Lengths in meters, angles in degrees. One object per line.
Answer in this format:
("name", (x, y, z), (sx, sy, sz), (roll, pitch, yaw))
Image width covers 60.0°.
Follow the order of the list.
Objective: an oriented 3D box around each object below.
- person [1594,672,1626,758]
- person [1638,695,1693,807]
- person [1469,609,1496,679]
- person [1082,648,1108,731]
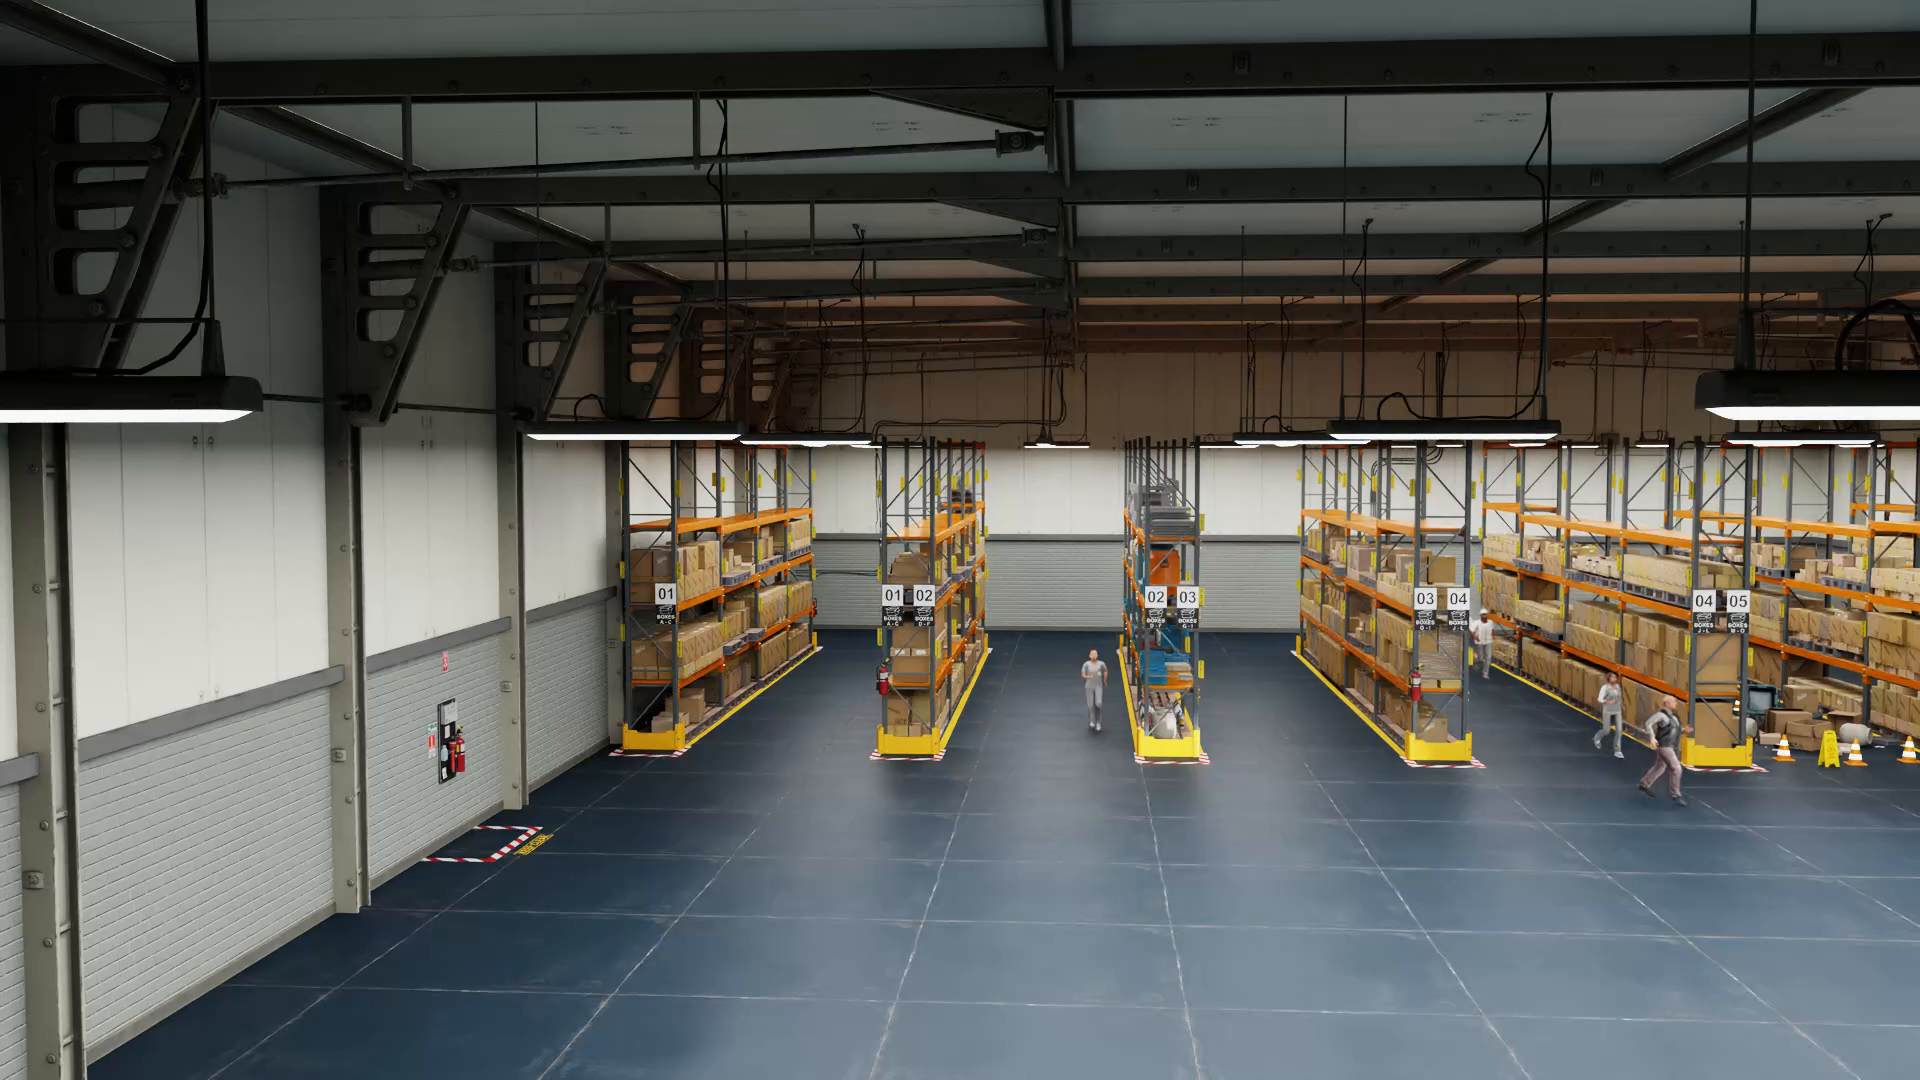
("person", (12.223, 3.263, 31.218), (0.548, 1.558, 0.832), (-1, 3, -9))
("person", (11.460, 3.403, 27.031), (0.869, 1.772, 0.627), (3, 4, 40))
("person", (13.226, 2.611, 42.020), (0.701, 1.749, 0.831), (0, 3, -3))
("person", (2.764, 3.065, 34.116), (0.533, 1.682, 0.699), (0, 3, 5))
